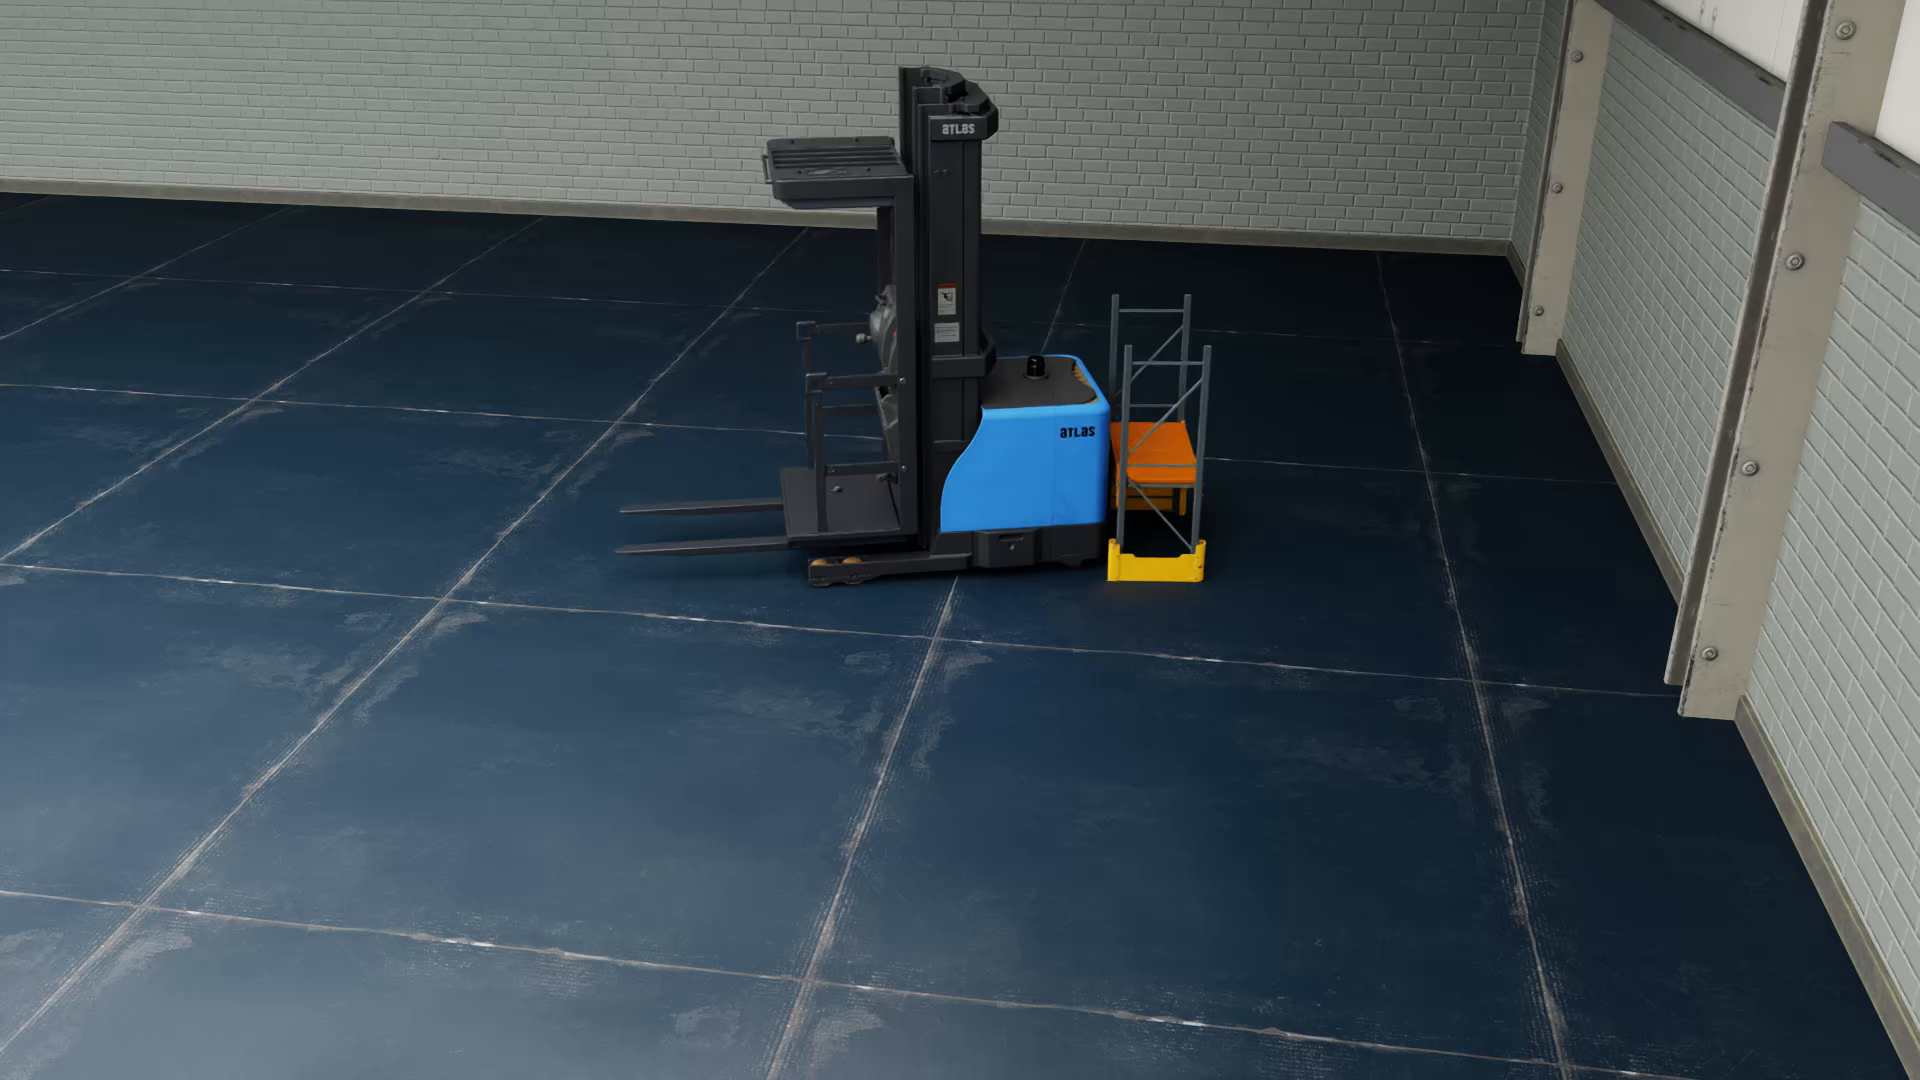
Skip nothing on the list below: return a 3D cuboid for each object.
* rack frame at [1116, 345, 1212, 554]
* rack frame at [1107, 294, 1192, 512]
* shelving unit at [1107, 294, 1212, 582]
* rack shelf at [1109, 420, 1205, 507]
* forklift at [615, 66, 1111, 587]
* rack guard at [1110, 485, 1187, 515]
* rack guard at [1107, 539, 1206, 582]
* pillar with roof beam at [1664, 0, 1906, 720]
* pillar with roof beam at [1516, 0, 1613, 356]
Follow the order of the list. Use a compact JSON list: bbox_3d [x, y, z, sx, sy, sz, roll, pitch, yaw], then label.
[{"bbox_3d":[1.203,-0.442,9.924,0.500,1.500,0.032,0,25,1],"label":"rack frame"},{"bbox_3d":[1.215,-0.873,10.845,0.500,1.500,0.032,0,25,1],"label":"rack frame"},{"bbox_3d":[1.209,-0.653,10.376,0.587,1.500,1.083,0,25,1],"label":"shelving unit"},{"bbox_3d":[1.209,-0.494,10.461,0.538,0.185,1.000,0,25,1],"label":"rack shelf"},{"bbox_3d":[-0.637,-1.280,10.027,3.031,2.935,1.130,-3,25,-7],"label":"forklift"},{"bbox_3d":[1.215,-0.298,11.092,0.587,0.250,0.087,0,25,1],"label":"rack guard"},{"bbox_3d":[1.203,0.124,10.190,0.587,0.250,0.087,0,25,1],"label":"rack guard"},{"bbox_3d":[-0.267,-3.519,7.653,9.100,9.000,0.400,4,25,9],"label":"pillar with roof beam"},{"bbox_3d":[0.713,-6.028,13.014,9.100,9.000,0.400,4,25,9],"label":"pillar with roof beam"}]
